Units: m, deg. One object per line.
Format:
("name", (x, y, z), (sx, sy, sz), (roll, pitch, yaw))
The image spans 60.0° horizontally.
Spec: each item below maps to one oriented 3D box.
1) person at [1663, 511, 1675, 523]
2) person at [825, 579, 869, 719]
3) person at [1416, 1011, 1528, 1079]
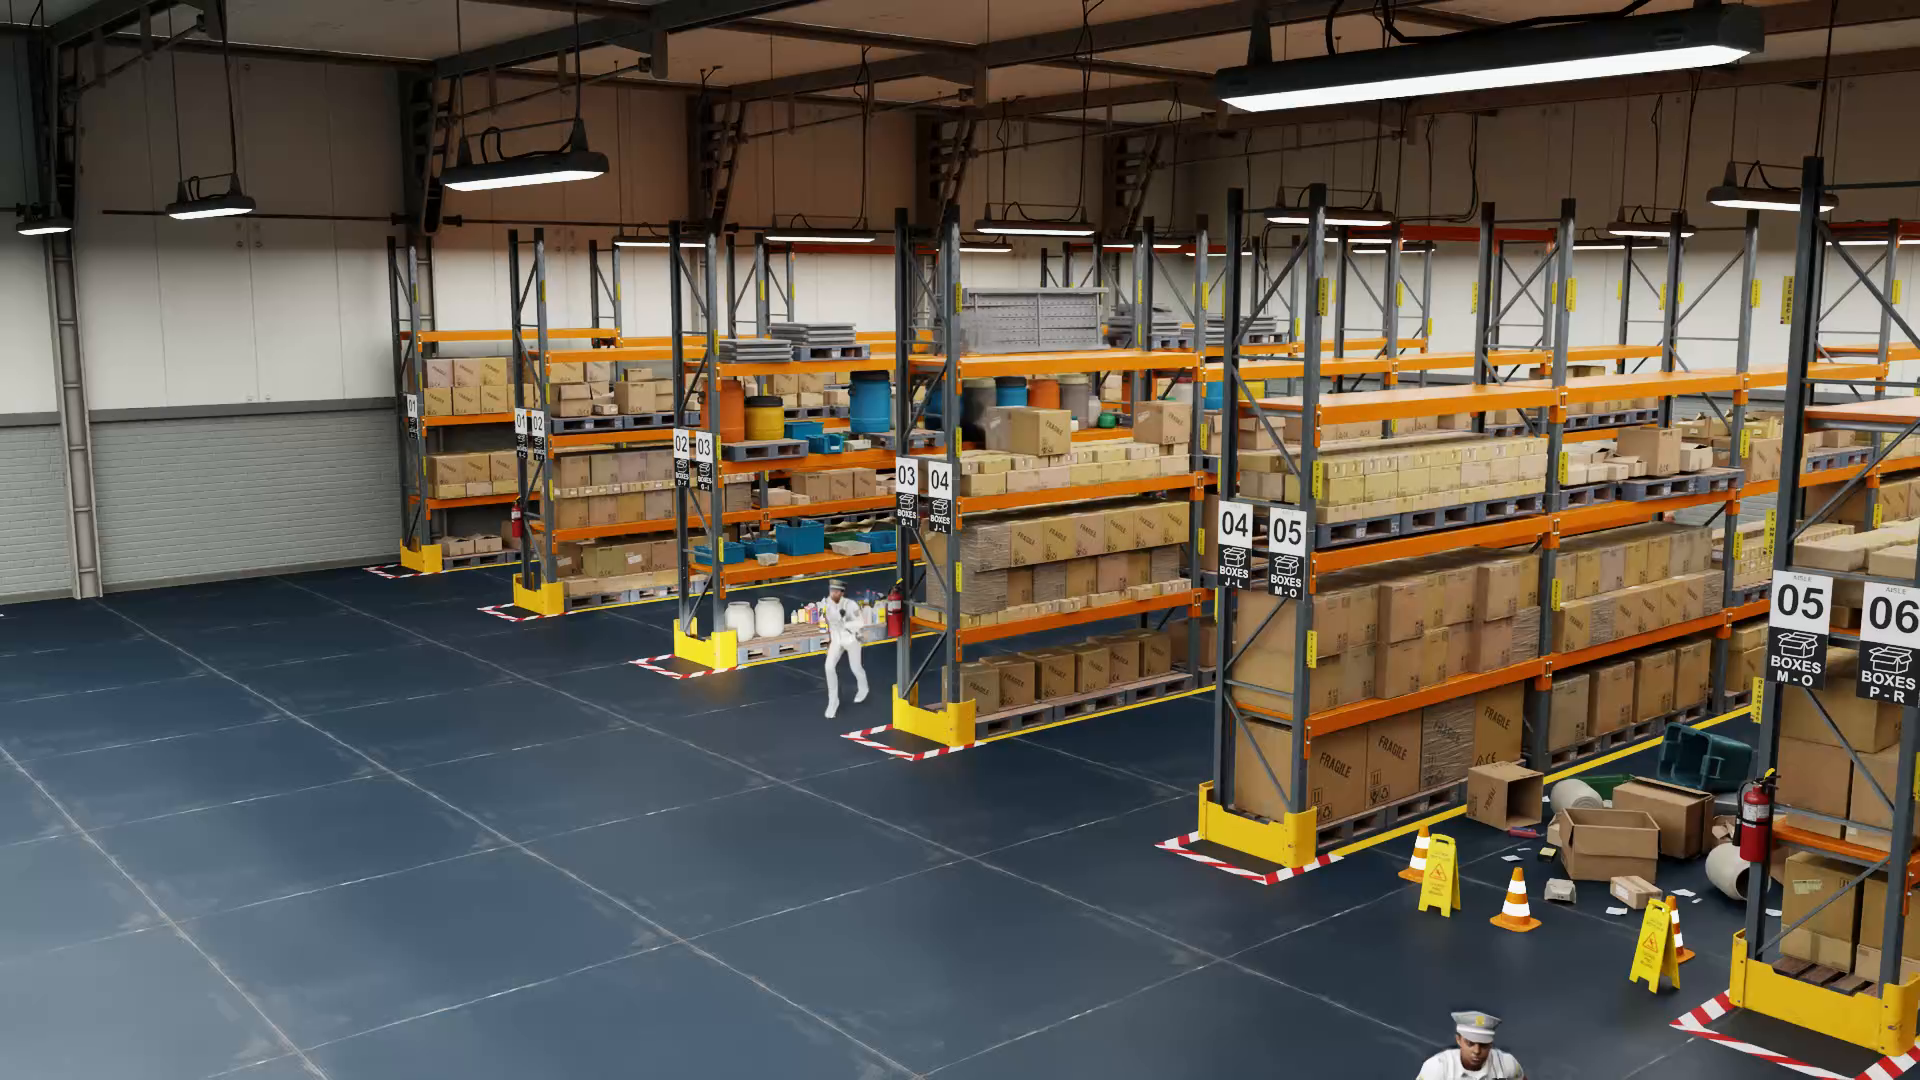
("person", (10.682, 0.422, 25.247), (0.649, 1.730, 0.938), (9, 12, 44))
("person", (-1.360, 1.260, 20.203), (0.609, 1.688, 0.924), (4, 9, 22))
("person", (2.517, 3.088, 8.282), (0.596, 1.715, 0.968), (2, 9, 11))
